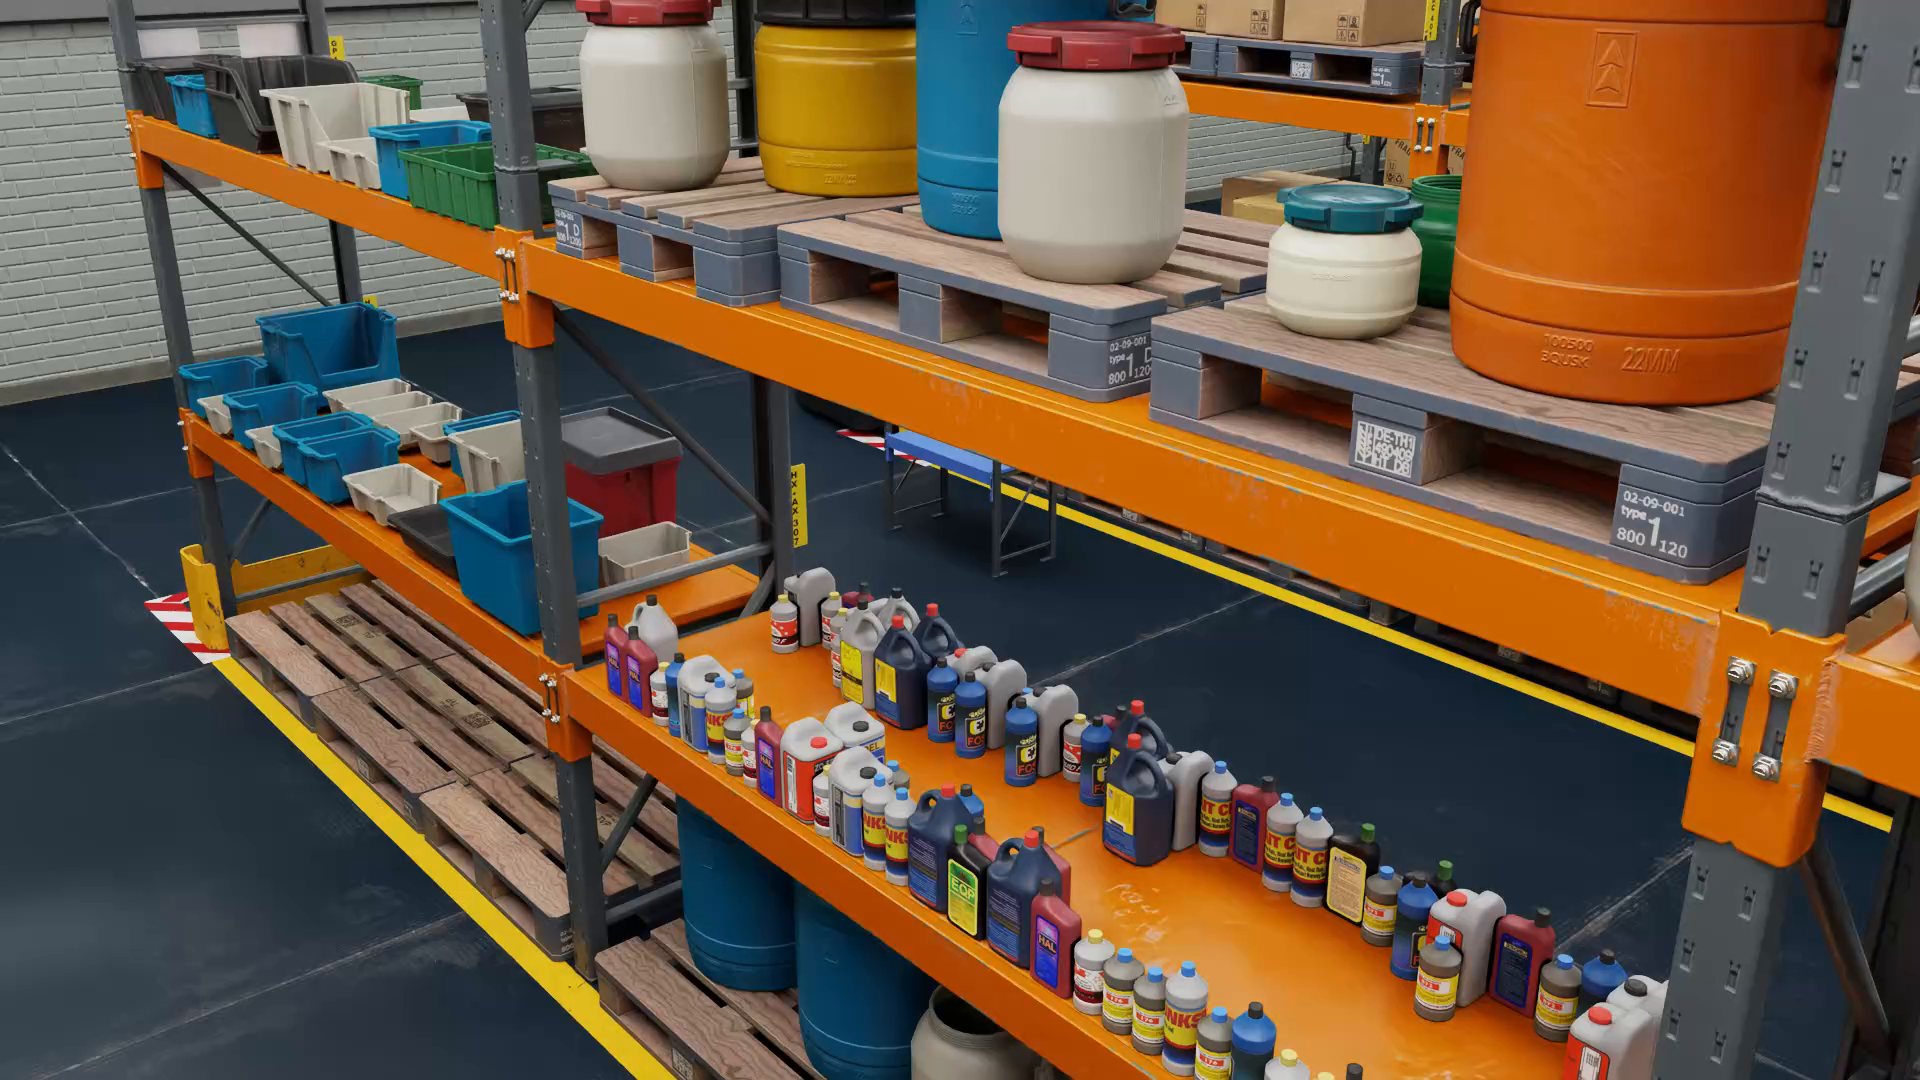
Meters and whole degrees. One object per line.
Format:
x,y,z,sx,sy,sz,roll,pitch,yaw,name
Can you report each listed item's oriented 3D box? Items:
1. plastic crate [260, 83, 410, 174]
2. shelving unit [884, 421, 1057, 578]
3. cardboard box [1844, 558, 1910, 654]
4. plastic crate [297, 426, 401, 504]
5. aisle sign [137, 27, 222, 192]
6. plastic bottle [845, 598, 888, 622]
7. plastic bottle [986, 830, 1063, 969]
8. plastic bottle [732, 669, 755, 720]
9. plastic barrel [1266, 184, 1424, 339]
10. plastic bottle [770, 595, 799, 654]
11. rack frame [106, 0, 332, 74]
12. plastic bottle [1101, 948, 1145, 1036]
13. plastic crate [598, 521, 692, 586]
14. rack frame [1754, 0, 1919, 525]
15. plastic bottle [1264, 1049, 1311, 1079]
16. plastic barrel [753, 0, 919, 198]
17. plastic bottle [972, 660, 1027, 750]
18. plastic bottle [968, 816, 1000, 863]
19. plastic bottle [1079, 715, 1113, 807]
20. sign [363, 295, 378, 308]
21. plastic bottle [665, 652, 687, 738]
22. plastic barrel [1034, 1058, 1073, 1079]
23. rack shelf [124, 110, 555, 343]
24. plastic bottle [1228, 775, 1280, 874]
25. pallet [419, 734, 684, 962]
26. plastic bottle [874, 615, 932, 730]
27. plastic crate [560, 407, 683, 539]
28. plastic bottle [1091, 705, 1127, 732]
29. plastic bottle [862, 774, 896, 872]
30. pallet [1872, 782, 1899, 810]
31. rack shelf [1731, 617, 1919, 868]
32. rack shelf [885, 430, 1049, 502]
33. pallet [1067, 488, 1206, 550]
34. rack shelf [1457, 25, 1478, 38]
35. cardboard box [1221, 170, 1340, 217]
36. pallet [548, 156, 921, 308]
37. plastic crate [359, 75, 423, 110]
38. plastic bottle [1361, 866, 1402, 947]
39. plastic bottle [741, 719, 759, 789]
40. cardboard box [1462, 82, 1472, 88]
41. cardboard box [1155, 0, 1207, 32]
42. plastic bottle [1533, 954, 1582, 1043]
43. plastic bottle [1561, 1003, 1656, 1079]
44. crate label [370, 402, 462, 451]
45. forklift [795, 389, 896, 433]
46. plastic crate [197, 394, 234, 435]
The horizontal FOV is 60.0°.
-2.442,-1.627,6.575,0.437,0.282,0.530,-17,27,-37,plastic crate
0.056,-0.675,10.150,0.538,1.500,1.048,-17,27,-37,shelving unit
4.309,0.410,7.662,1.225,0.875,0.875,-17,27,-37,cardboard box
-2.687,-0.328,7.356,0.416,0.233,0.300,-17,27,-37,plastic crate
-3.927,-2.131,8.247,0.394,0.787,0.004,-17,27,-37,aisle sign
-0.303,0.324,5.713,0.152,0.276,0.135,-17,27,-37,plastic bottle
0.162,0.882,4.187,0.144,0.351,0.185,-17,27,-37,plastic bottle
-0.709,0.511,5.339,0.097,0.201,0.097,0,21,0,plastic bottle
0.757,-0.550,3.277,0.301,0.262,0.301,0,21,0,plastic barrel
-0.624,0.293,5.895,0.097,0.201,0.097,0,21,0,plastic bottle
-3.655,-3.765,7.757,1.000,3.000,0.127,-17,27,-37,rack frame
0.387,1.060,3.938,0.097,0.201,0.097,0,21,0,plastic bottle
-1.239,0.066,6.482,0.396,0.136,0.243,-17,27,-37,plastic crate
1.567,-1.555,2.114,1.000,3.000,0.127,-17,27,-37,rack frame
0.705,1.194,3.594,0.097,0.201,0.097,0,21,0,plastic bottle
-0.294,-1.342,4.851,0.600,0.588,0.600,0,21,0,plastic barrel
0.114,0.501,5.262,0.152,0.276,0.135,-17,27,-37,plastic bottle
0.072,0.865,4.323,0.061,0.283,0.133,-17,27,-37,plastic bottle
0.403,0.644,4.903,0.097,0.271,0.097,0,21,0,plastic bottle
-3.248,-1.183,9.167,0.100,0.325,0.005,-17,27,-37,sign
-0.888,0.488,5.302,0.097,0.271,0.097,0,21,0,plastic bottle
0.498,1.723,4.703,0.600,0.588,0.708,-17,27,-37,plastic barrel
-2.349,-1.481,7.025,1.077,0.370,4.000,-17,27,-37,rack shelf
0.810,0.767,4.574,0.061,0.283,0.133,-17,27,-37,plastic bottle
-1.553,1.238,7.033,1.003,0.211,1.213,-17,27,-37,pallet
-0.184,0.418,5.371,0.144,0.351,0.185,-17,27,-37,plastic bottle
-1.436,-0.230,6.789,0.402,0.464,0.583,-17,27,-37,plastic crate
0.451,0.615,4.962,0.061,0.283,0.133,-17,27,-37,plastic bottle
-0.219,0.771,4.580,0.097,0.271,0.097,0,21,0,plastic bottle
4.862,1.122,7.329,1.003,0.211,1.213,-17,27,-37,pallet
2.873,0.730,1.381,1.077,0.370,4.000,-17,27,-37,rack shelf
0.056,-0.507,10.216,0.538,0.185,1.000,-17,27,-37,rack shelf
1.471,-0.313,10.994,1.003,0.211,1.213,-17,27,-37,pallet
5.227,-3.812,12.978,1.077,0.370,4.000,-17,27,-37,rack shelf
1.931,-1.937,10.086,0.500,0.500,0.500,-19,28,-39,cardboard box
-0.458,-0.982,5.023,1.213,0.211,1.003,-17,27,-37,pallet
-2.794,-2.065,7.821,0.450,0.188,0.336,-17,27,-37,plastic crate
1.086,0.932,4.265,0.097,0.201,0.097,0,21,0,plastic bottle
-0.609,0.638,5.014,0.097,0.201,0.097,0,21,0,plastic bottle
4.347,-3.629,13.720,0.500,0.500,0.500,-16,27,-36,cardboard box
1.571,-3.260,9.732,0.700,0.500,0.500,-16,26,-35,cardboard box
1.411,1.069,3.913,0.097,0.201,0.097,0,21,0,plastic bottle
1.415,1.136,3.640,0.152,0.276,0.135,-17,27,-37,plastic bottle
-2.607,-0.540,8.028,0.396,0.136,0.243,-17,27,-37,crate label
0.207,-2.569,13.024,3.031,2.935,1.130,-14,25,-32,forklift
-3.596,-0.622,8.238,0.250,0.136,0.298,-17,27,-37,plastic crate
